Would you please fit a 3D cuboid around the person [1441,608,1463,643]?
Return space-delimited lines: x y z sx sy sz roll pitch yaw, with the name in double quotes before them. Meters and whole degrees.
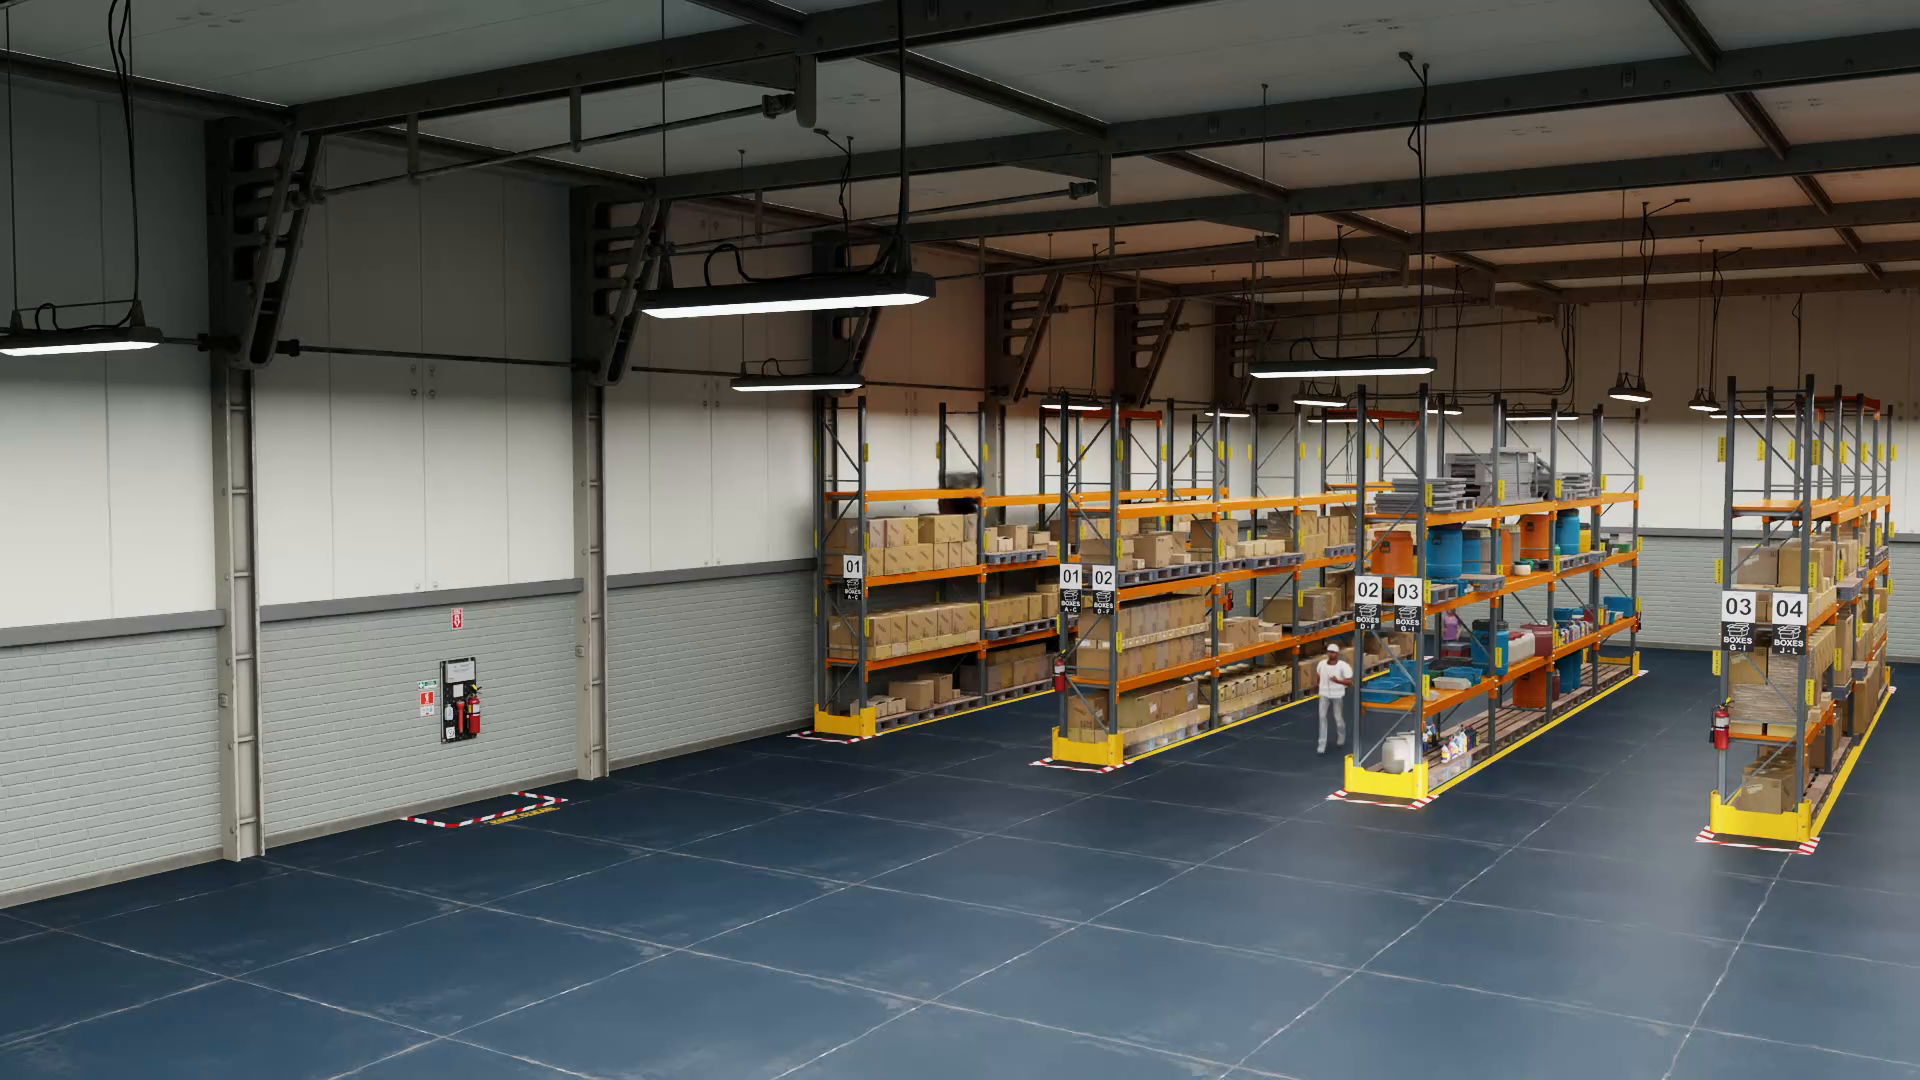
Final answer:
"person" 11.003 2.294 37.282 0.519 1.488 0.603 1 3 19

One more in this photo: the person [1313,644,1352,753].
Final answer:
"person" 6.239 2.628 27.893 0.693 1.777 0.946 2 3 28
